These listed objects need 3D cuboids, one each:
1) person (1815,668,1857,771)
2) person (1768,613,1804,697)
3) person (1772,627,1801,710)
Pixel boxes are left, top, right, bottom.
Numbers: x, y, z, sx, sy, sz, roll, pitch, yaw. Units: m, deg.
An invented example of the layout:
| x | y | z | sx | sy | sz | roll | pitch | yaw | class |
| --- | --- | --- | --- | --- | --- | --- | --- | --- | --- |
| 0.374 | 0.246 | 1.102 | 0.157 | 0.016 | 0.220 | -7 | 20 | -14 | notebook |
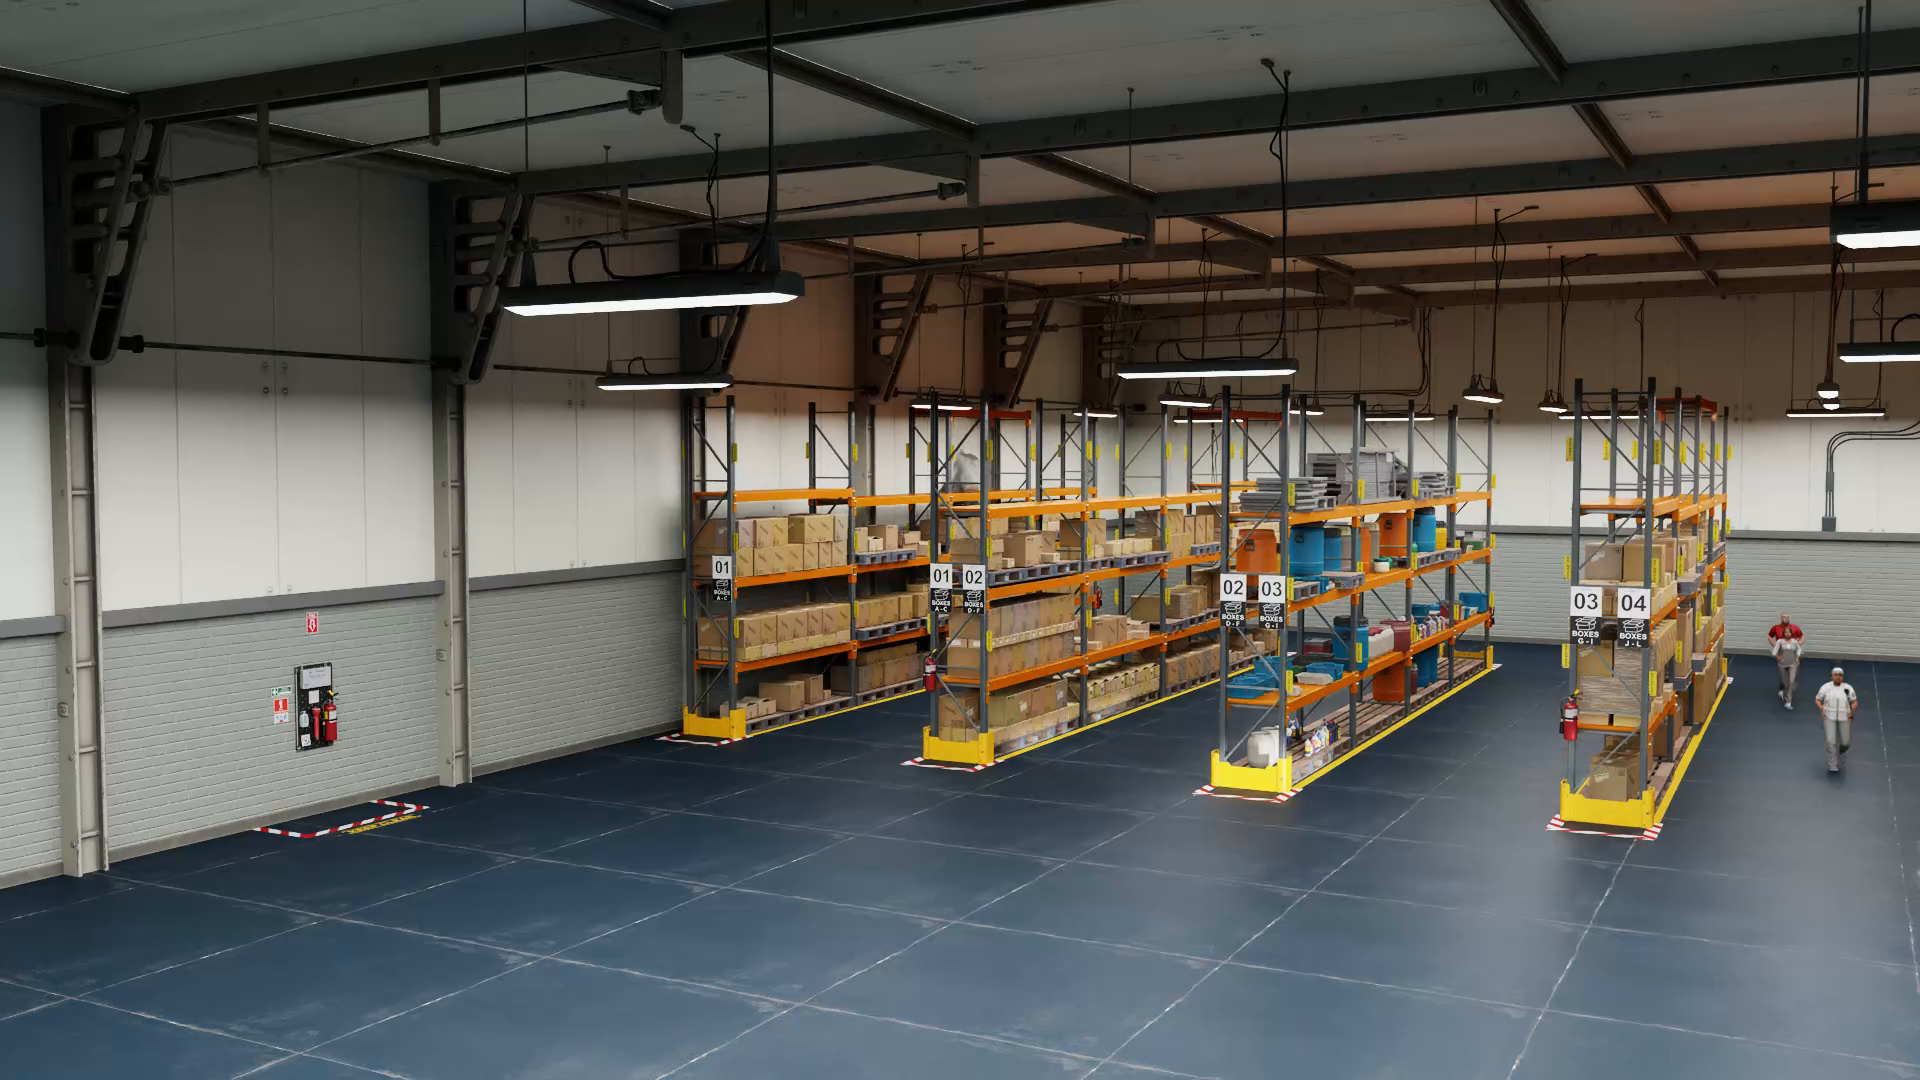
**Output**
| x | y | z | sx | sy | sz | roll | pitch | yaw | class |
| --- | --- | --- | --- | --- | --- | --- | --- | --- | --- |
| 13.793 | 2.814 | 26.183 | 0.605 | 1.615 | 0.558 | 1 | 3 | 23 | person |
| 17.088 | 2.358 | 34.416 | 0.678 | 1.711 | 0.740 | 1 | 3 | 22 | person |
| 16.260 | 2.499 | 32.703 | 0.538 | 1.593 | 0.812 | 1 | 3 | 18 | person |
